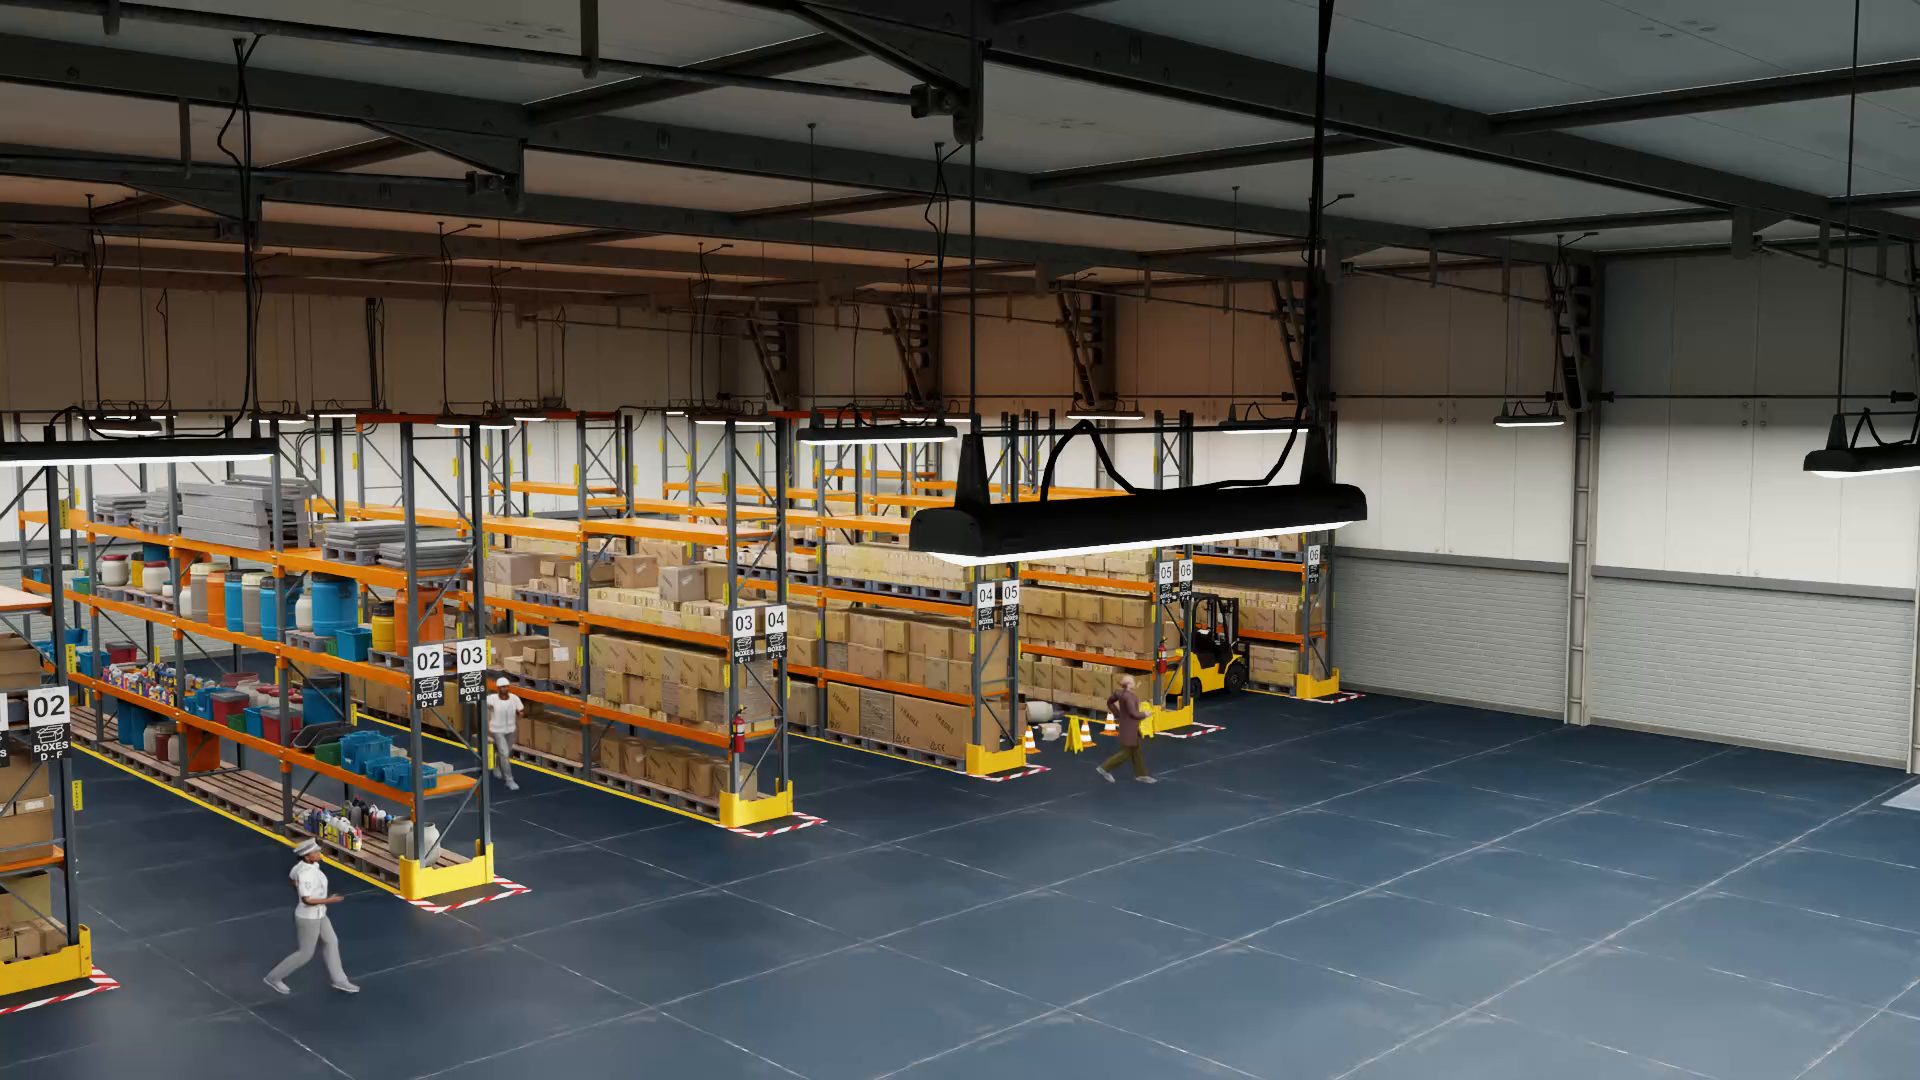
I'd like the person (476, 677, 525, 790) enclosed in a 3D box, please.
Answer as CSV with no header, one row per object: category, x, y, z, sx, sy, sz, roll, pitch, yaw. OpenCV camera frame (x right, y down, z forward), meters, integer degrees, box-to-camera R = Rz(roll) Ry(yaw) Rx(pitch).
person,-7.381,3.084,26.864,0.696,1.759,0.979,-5,7,-43

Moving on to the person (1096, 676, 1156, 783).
person,2.708,3.088,26.940,1.036,1.791,0.723,-1,5,-9

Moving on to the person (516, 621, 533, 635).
person,-10.945,1.841,41.619,0.709,1.758,0.949,2,5,20

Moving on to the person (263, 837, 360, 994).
person,-6.827,3.969,17.462,0.934,1.711,0.590,-1,5,-14

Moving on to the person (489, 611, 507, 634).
person,-11.184,2.062,40.699,0.630,1.513,0.596,-2,5,-21
